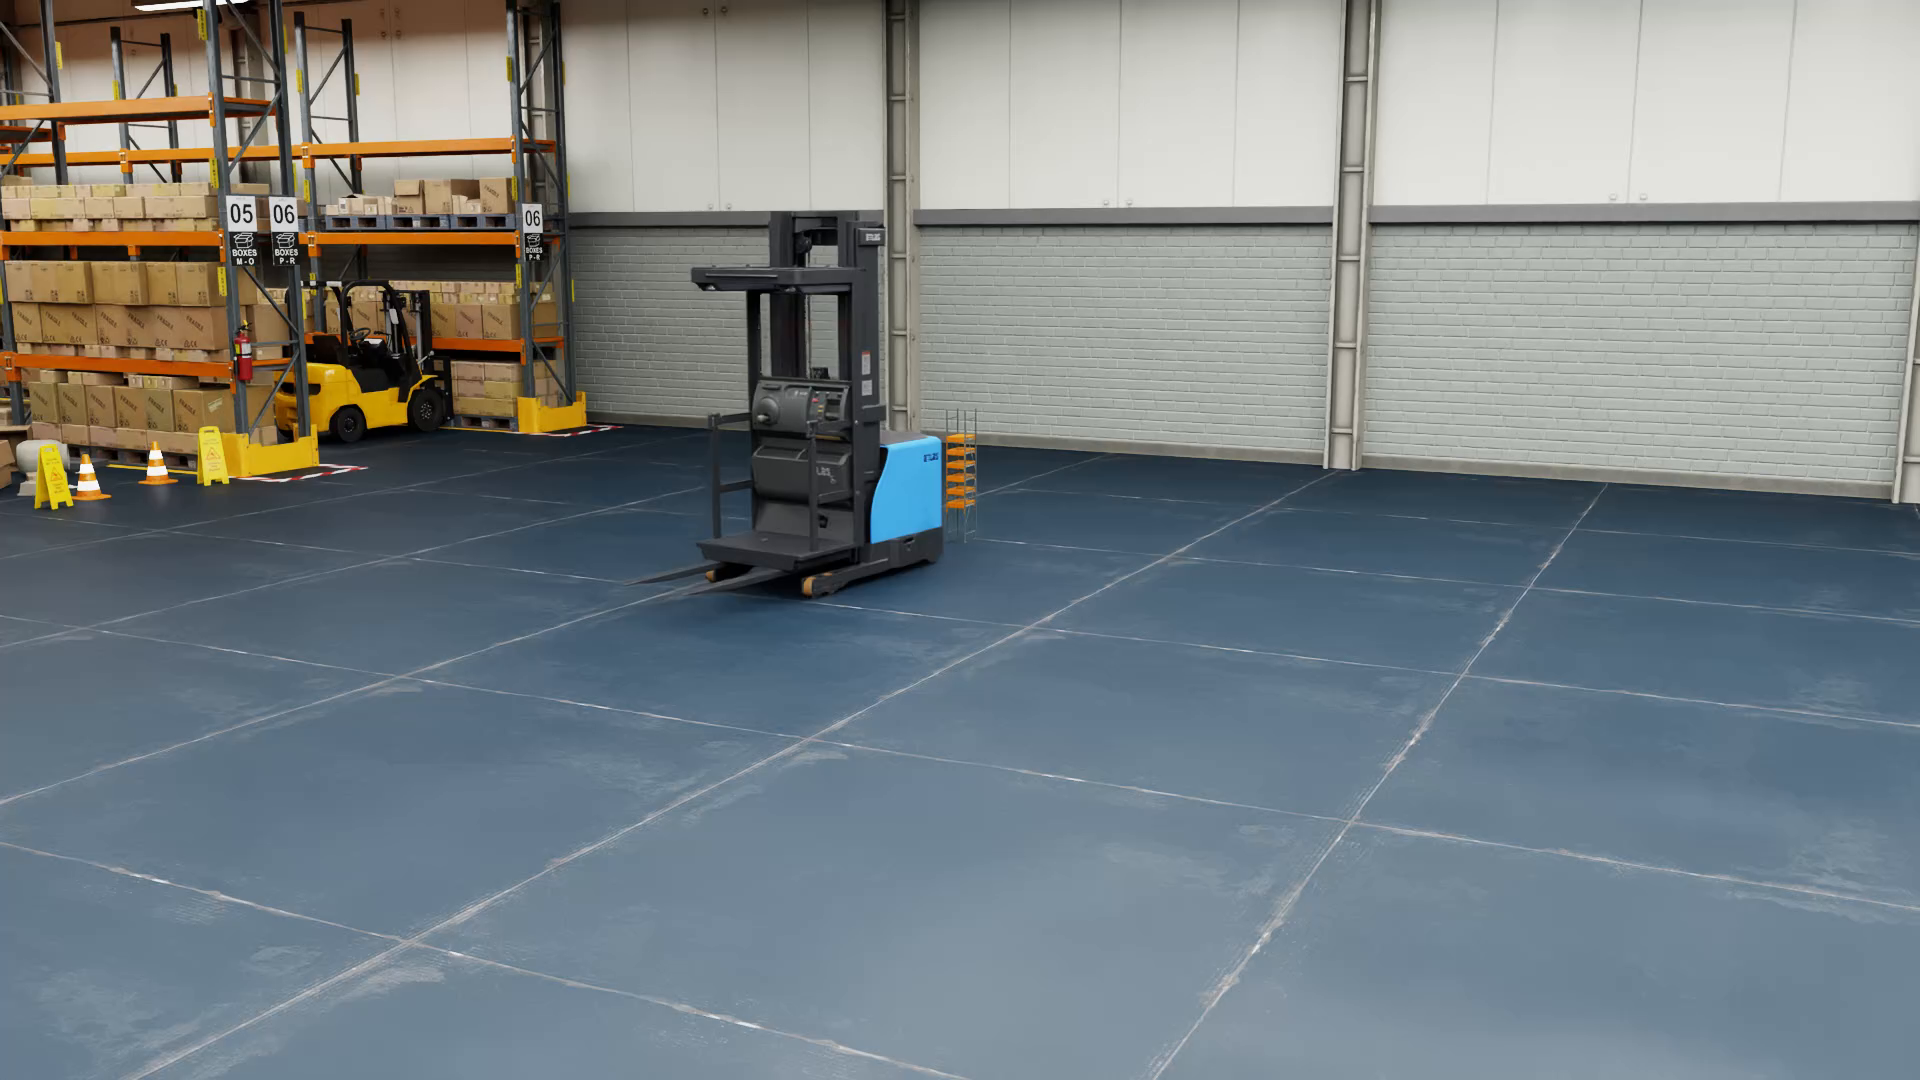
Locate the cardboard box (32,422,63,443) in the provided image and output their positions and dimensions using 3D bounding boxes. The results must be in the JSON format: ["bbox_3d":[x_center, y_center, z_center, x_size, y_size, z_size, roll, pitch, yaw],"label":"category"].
[{"bbox_3d":[-11.298,-1.379,20.968,0.500,0.250,0.500,4,11,23],"label":"cardboard box"}]

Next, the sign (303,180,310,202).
[{"bbox_3d":[-9.746,-5.206,24.813,0.005,0.325,0.100,5,11,26],"label":"sign"}]

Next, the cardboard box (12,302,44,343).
[{"bbox_3d":[-11.437,-2.731,20.783,0.500,0.500,0.500,5,11,26],"label":"cardboard box"}]

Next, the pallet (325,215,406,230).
[{"bbox_3d":[-8.739,-4.777,25.030,1.213,0.211,1.003,5,11,26],"label":"pallet"}]

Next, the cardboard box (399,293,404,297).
[{"bbox_3d":[-8.210,-3.604,24.617,0.250,0.149,0.380,5,11,24],"label":"cardboard box"}]

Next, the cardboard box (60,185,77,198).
[{"bbox_3d":[-10.622,-4.208,20.103,0.250,0.149,0.380,5,11,24],"label":"cardboard box"}]

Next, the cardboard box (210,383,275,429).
[{"bbox_3d":[-8.743,-1.632,20.260,0.500,0.500,0.500,5,11,24],"label":"cardboard box"}]

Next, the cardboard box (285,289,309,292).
[{"bbox_3d":[-10.159,-3.785,25.620,0.250,0.149,0.380,5,11,25],"label":"cardboard box"}]

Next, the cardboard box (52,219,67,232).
[{"bbox_3d":[-10.849,-3.846,20.341,0.250,0.149,0.380,5,12,28],"label":"cardboard box"}]

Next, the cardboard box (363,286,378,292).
[{"bbox_3d":[-8.668,-3.789,24.804,0.250,0.149,0.380,5,12,27],"label":"cardboard box"}]

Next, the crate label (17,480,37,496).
[{"bbox_3d":[-9.996,-0.567,17.978,0.298,0.136,0.250,-1,10,-4],"label":"crate label"}]

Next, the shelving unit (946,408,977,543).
[{"bbox_3d":[0.013,-0.589,15.117,0.189,1.200,0.258,5,11,26],"label":"shelving unit"}]

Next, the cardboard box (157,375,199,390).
[{"bbox_3d":[-9.314,-1.881,19.816,0.250,0.149,0.380,5,12,27],"label":"cardboard box"}]

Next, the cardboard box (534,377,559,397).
[{"bbox_3d":[-6.258,-2.263,24.447,0.500,0.250,0.500,5,12,27],"label":"cardboard box"}]

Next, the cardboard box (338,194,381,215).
[{"bbox_3d":[-8.877,-4.991,24.755,0.500,0.311,0.500,5,12,27],"label":"cardboard box"}]

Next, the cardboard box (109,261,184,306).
[{"bbox_3d":[-9.629,-3.058,19.778,0.500,0.500,0.700,5,11,25],"label":"cardboard box"}]

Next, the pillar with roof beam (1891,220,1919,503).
[{"bbox_3d":[8.084,-4.138,12.824,0.400,9.000,9.100,5,11,26],"label":"pillar with roof beam"}]

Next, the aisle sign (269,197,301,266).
[{"bbox_3d":[-7.928,-3.624,19.529,0.004,0.787,0.394,5,11,26],"label":"aisle sign"}]

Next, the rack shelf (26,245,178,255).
[{"bbox_3d":[-14.896,-5.003,28.047,4.000,0.370,1.077,5,11,26],"label":"rack shelf"}]

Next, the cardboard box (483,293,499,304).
[{"bbox_3d":[-6.605,-3.459,23.818,0.250,0.149,0.380,5,12,27],"label":"cardboard box"}]

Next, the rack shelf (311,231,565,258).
[{"bbox_3d":[-7.721,-4.372,24.564,4.000,0.370,1.077,5,11,26],"label":"rack shelf"}]

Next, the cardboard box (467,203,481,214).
[{"bbox_3d":[-6.805,-4.718,23.698,0.250,0.149,0.380,5,11,24],"label":"cardboard box"}]

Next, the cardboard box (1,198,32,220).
[{"bbox_3d":[-11.435,-4.085,20.542,0.500,0.250,0.500,5,11,25],"label":"cardboard box"}]

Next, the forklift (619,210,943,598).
[{"bbox_3d":[-1.383,-1.092,13.032,1.130,2.935,3.031,7,12,33],"label":"forklift"}]

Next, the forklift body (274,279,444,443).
[{"bbox_3d":[-8.436,-2.533,23.187,1.214,2.155,2.313,5,11,26],"label":"forklift body"}]

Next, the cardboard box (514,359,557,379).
[{"bbox_3d":[-6.275,-2.506,24.391,0.500,0.250,0.500,5,11,25],"label":"cardboard box"}]

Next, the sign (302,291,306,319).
[{"bbox_3d":[-7.881,-2.812,19.916,0.005,0.325,0.100,5,11,26],"label":"sign"}]

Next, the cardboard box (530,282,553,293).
[{"bbox_3d":[-6.135,-3.668,24.138,0.250,0.149,0.380,5,11,25],"label":"cardboard box"}]

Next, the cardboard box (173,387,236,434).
[{"bbox_3d":[-8.955,-1.544,19.774,0.500,0.500,0.500,5,11,26],"label":"cardboard box"}]

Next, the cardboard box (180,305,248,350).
[{"bbox_3d":[-8.729,-2.494,19.472,0.500,0.500,0.500,5,11,25],"label":"cardboard box"}]

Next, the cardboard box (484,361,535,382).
[{"bbox_3d":[-6.479,-2.425,23.940,0.500,0.250,0.500,5,12,28],"label":"cardboard box"}]

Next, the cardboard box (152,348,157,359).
[{"bbox_3d":[-9.459,-2.255,19.975,0.250,0.149,0.380,5,11,27],"label":"cardboard box"}]

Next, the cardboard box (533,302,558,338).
[{"bbox_3d":[-6.249,-3.225,24.348,0.500,0.500,0.500,5,12,28],"label":"cardboard box"}]

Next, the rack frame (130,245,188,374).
[{"bbox_3d":[-13.102,-3.723,27.379,0.127,3.000,1.000,5,11,26],"label":"rack frame"}]

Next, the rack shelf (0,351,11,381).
[{"bbox_3d":[-13.502,-2.419,22.191,4.000,0.370,1.077,5,11,26],"label":"rack shelf"}]

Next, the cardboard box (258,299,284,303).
[{"bbox_3d":[-10.533,-3.617,25.812,0.500,0.250,0.500,5,11,24],"label":"cardboard box"}]

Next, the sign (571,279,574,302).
[{"bbox_3d":[-5.677,-3.646,24.299,0.005,0.325,0.100,5,11,26],"label":"sign"}]

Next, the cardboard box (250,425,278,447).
[{"bbox_3d":[-8.722,-1.261,20.317,0.500,0.250,0.500,5,11,25],"label":"cardboard box"}]

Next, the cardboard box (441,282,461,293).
[{"bbox_3d":[-7.297,-3.667,24.132,0.250,0.149,0.380,5,12,27],"label":"cardboard box"}]

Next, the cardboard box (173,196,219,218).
[{"bbox_3d":[-8.699,-3.846,19.219,0.500,0.250,0.500,5,11,25],"label":"cardboard box"}]

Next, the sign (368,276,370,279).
[{"bbox_3d":[-9.271,-3.962,26.044,0.005,0.325,0.100,5,11,26],"label":"sign"}]

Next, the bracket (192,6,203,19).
[{"bbox_3d":[-12.063,-8.464,26.620,0.430,0.232,0.235,5,11,26],"label":"bracket"}]

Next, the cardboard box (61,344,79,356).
[{"bbox_3d":[-10.860,-2.363,20.567,0.250,0.149,0.380,5,12,28],"label":"cardboard box"}]

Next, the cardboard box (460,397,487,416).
[{"bbox_3d":[-6.931,-1.974,24.254,0.500,0.250,0.500,5,11,26],"label":"cardboard box"}]

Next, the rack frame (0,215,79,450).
[{"bbox_3d":[-11.708,-2.615,21.256,0.127,3.000,1.000,5,11,26],"label":"rack frame"}]

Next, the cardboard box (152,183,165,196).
[{"bbox_3d":[-9.211,-4.096,19.482,0.250,0.149,0.380,5,11,26],"label":"cardboard box"}]

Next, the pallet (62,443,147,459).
[{"bbox_3d":[-11.090,-1.195,21.243,1.213,0.211,1.003,5,11,26],"label":"pallet"}]

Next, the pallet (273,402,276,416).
[{"bbox_3d":[-10.193,-2.088,26.172,1.213,0.211,1.003,5,11,26],"label":"pallet"}]

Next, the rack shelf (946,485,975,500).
[{"bbox_3d":[0.013,-0.427,15.146,0.180,0.103,0.258,5,11,26],"label":"rack shelf"}]

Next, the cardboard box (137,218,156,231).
[{"bbox_3d":[-9.468,-3.719,19.639,0.250,0.149,0.380,5,11,25],"label":"cardboard box"}]

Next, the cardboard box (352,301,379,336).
[{"bbox_3d":[-8.758,-3.342,24.993,0.500,0.500,0.500,5,12,27],"label":"cardboard box"}]
